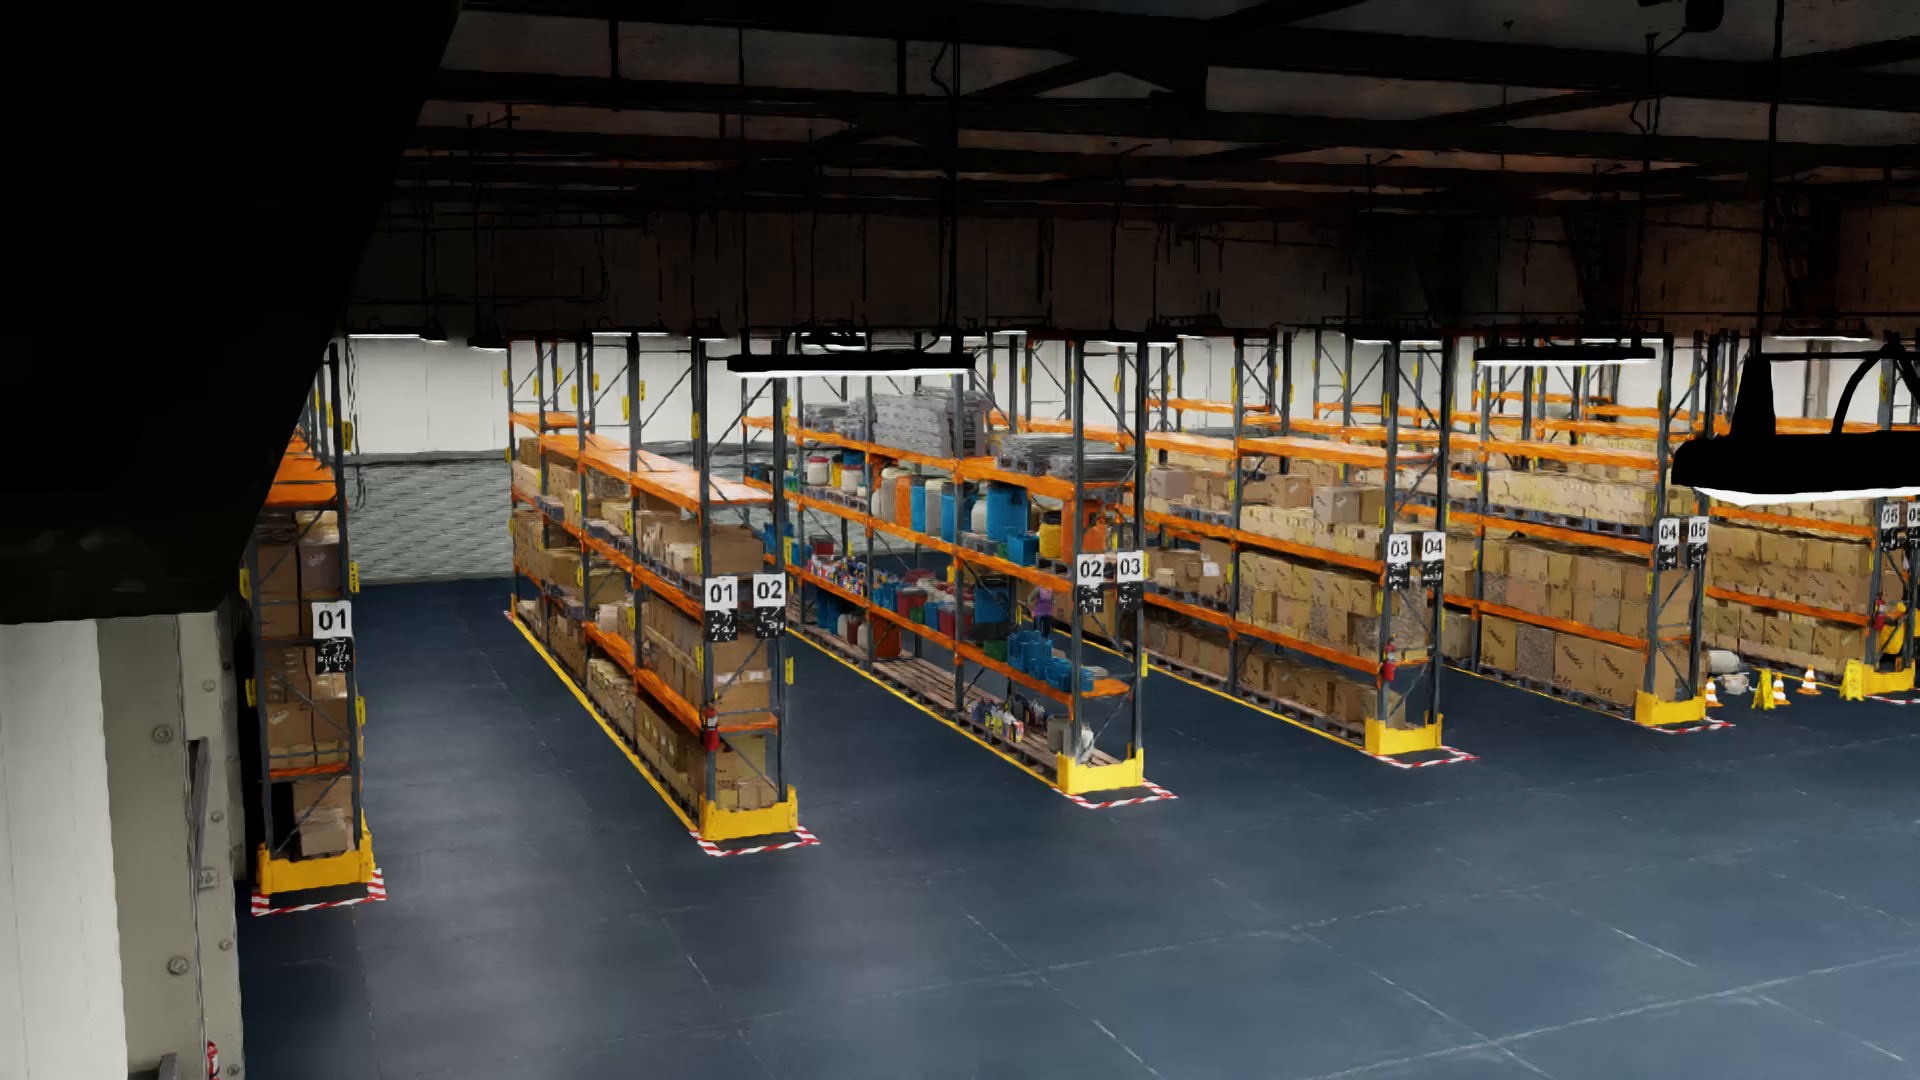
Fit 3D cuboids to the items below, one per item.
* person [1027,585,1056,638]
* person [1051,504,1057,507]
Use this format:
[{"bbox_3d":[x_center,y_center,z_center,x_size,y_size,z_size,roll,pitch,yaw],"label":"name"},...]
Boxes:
[{"bbox_3d":[1.513,1.374,30.940,0.566,1.541,0.519,-4,9,-24],"label":"person"},{"bbox_3d":[2.302,-0.113,41.462,0.488,1.590,1.089,-4,9,-25],"label":"person"}]
